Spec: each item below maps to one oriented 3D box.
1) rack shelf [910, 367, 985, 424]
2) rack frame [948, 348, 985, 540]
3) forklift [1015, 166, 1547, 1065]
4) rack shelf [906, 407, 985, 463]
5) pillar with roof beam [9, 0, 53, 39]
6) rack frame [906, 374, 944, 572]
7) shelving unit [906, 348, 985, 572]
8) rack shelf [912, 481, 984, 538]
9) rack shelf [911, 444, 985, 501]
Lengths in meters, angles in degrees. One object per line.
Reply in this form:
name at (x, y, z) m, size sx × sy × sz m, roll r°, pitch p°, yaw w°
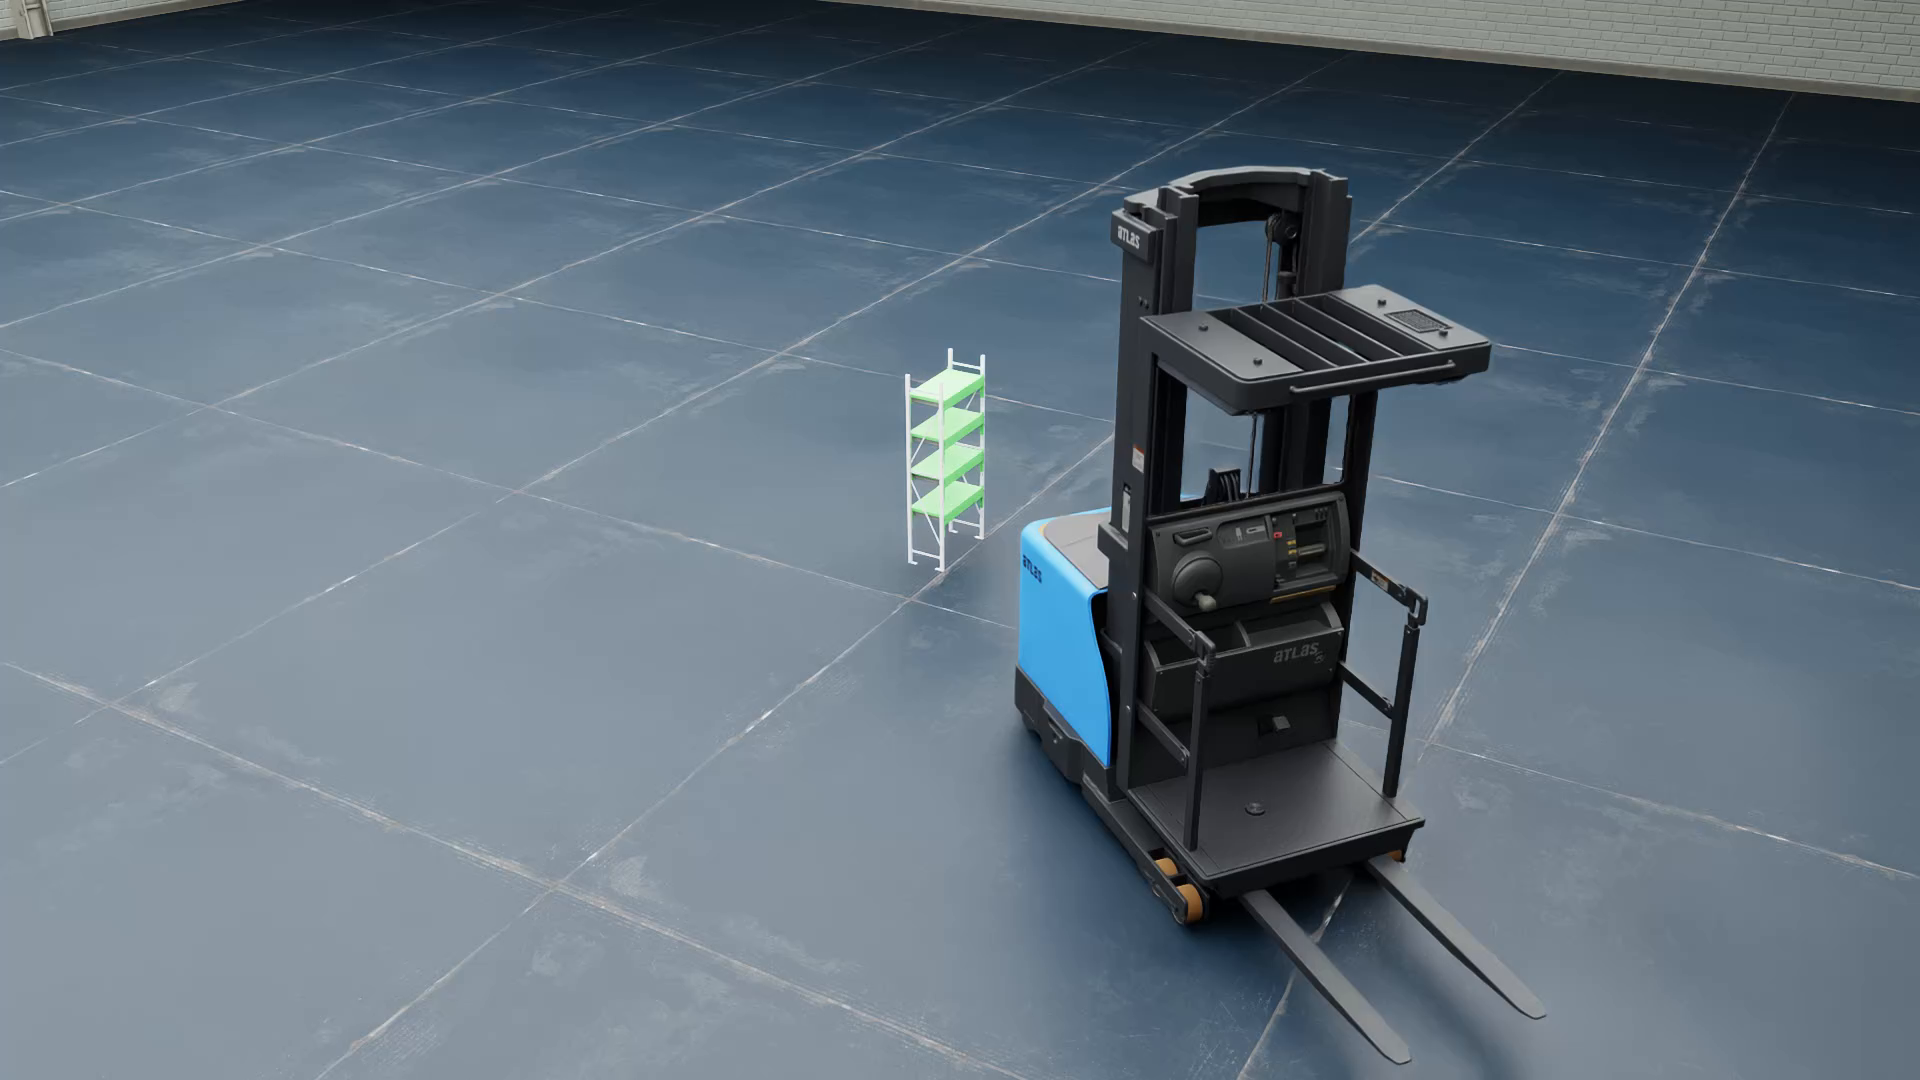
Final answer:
rack shelf at (-0.081, -0.844, 9.666) m, size 0.258 × 0.148 × 0.480 m, roll 14°, pitch 30°, yaw 26°
rack frame at (0.039, -0.567, 10.043) m, size 0.240 × 1.200 × 0.015 m, roll 14°, pitch 30°, yaw 26°
forklift at (1.308, 0.093, 6.790) m, size 1.130 × 2.935 × 3.031 m, roll -10°, pitch 28°, yaw -20°
rack shelf at (-0.081, -0.629, 9.774) m, size 0.258 × 0.148 × 0.480 m, roll 14°, pitch 30°, yaw 26°
pillar with roof beam at (-10.672, -10.935, 22.042) m, size 9.100 × 9.000 × 0.400 m, roll 14°, pitch 30°, yaw 26°
rack frame at (-0.201, -0.377, 9.663) m, size 0.240 × 1.200 × 0.015 m, roll 14°, pitch 30°, yaw 26°
shelving unit at (-0.081, -0.472, 9.853) m, size 0.258 × 1.200 × 0.503 m, roll 14°, pitch 30°, yaw 26°
rack shelf at (-0.081, -0.200, 9.989) m, size 0.258 × 0.148 × 0.480 m, roll 14°, pitch 30°, yaw 26°
rack shelf at (-0.081, -0.415, 9.881) m, size 0.258 × 0.148 × 0.480 m, roll 14°, pitch 30°, yaw 26°
